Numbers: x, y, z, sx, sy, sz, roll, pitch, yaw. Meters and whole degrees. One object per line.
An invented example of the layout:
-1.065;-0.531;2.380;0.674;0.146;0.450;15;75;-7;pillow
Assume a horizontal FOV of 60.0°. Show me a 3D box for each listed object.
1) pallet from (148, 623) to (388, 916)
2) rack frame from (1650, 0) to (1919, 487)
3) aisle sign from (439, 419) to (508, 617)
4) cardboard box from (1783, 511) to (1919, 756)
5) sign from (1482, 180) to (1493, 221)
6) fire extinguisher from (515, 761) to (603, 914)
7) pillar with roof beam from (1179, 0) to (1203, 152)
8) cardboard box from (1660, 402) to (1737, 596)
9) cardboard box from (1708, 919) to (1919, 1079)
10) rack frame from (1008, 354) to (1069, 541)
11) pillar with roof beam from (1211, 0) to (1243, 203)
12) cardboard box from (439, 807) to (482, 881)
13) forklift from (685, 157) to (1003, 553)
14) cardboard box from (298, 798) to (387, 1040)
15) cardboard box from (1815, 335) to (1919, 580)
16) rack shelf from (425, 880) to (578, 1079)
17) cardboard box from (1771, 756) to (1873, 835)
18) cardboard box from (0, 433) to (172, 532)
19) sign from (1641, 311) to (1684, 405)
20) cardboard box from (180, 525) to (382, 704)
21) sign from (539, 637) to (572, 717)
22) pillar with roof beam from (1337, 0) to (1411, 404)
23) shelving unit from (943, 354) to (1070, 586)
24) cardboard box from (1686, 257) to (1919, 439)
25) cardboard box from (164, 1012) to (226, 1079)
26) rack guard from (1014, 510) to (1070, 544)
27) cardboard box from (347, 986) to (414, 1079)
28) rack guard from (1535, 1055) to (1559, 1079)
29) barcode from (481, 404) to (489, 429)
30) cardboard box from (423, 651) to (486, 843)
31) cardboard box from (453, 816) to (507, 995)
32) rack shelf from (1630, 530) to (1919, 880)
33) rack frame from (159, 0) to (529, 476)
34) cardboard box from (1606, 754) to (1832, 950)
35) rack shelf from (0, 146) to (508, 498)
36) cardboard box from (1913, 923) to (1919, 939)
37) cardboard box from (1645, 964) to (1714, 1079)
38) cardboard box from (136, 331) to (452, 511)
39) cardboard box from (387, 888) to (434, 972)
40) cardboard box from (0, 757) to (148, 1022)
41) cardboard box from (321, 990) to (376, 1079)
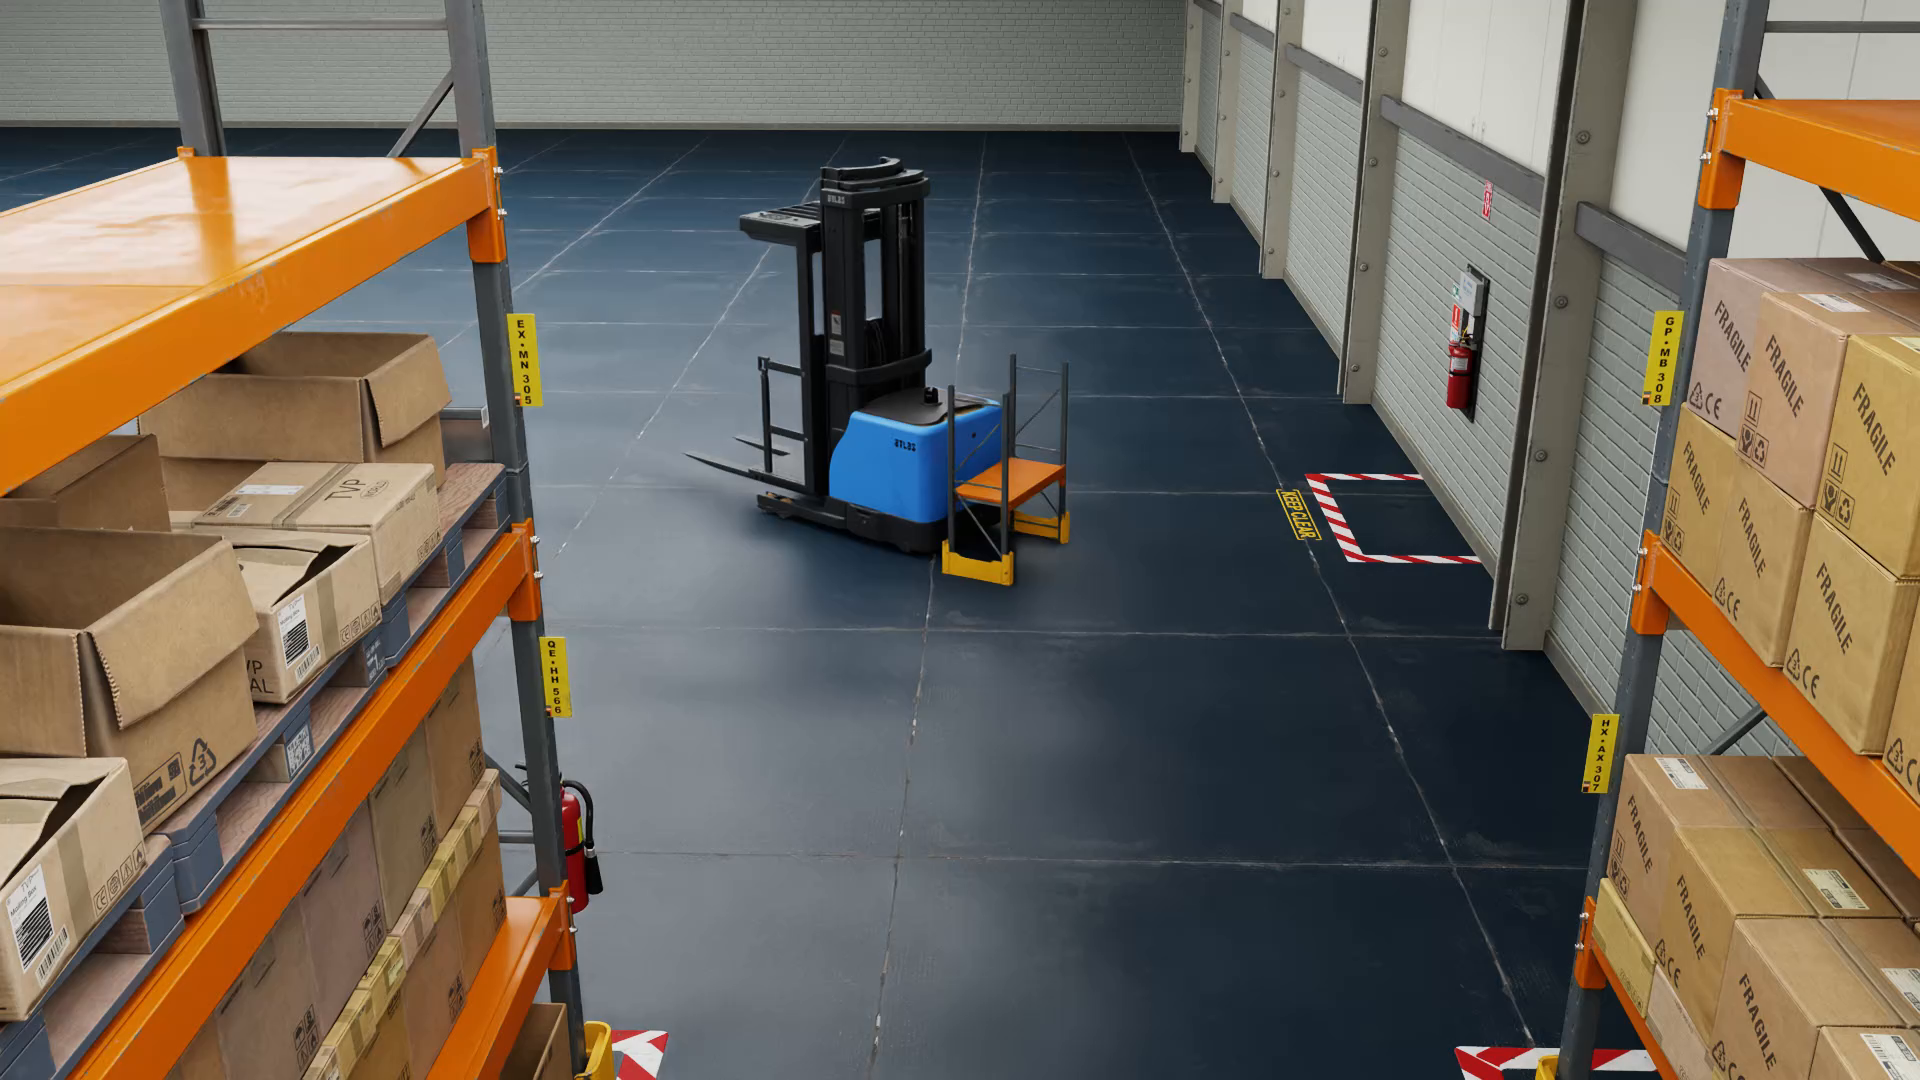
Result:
-2.120;0.488;4.101;1.003;0.211;1.213;1;21;2;pallet
2.913;-1.596;5.203;1.000;3.000;0.127;1;21;2;rack frame
-1.743;-0.085;6.008;0.394;0.787;0.004;1;21;2;aisle sign
2.589;0.246;4.436;0.500;0.500;0.500;2;21;4;cardboard box
4.152;-2.682;13.090;0.001;0.298;0.199;1;21;2;sign
-1.570;1.146;6.536;0.296;0.674;0.183;1;21;2;fire extinguisher
0.366;-12.228;32.604;9.100;9.000;0.400;1;21;2;pillar with roof beam
2.653;-0.136;5.420;0.500;0.500;0.500;1;21;3;cardboard box
2.551;1.446;4.798;0.500;0.500;0.500;0;21;0;cardboard box
0.623;-0.733;13.346;0.500;1.500;0.032;11;24;26;rack frame
0.183;-10.059;27.013;9.100;9.000;0.400;1;21;2;pillar with roof beam
-1.866;1.033;5.685;0.380;0.149;0.250;1;21;3;cardboard box
-1.092;-1.682;13.811;3.031;2.935;1.130;17;27;36;forklift
-2.092;1.056;4.729;0.700;0.500;0.500;1;21;2;cardboard box
2.588;-0.217;4.247;0.500;0.500;0.500;1;21;3;cardboard box
-2.099;2.206;4.692;1.077;0.370;4.000;1;21;2;rack shelf
3.111;1.084;5.731;0.500;0.500;0.500;0;21;1;cardboard box
-2.362;0.039;4.224;0.500;0.500;0.500;1;21;2;cardboard box
2.371;-0.611;5.603;0.100;0.325;0.005;1;21;2;sign
-1.827;0.150;4.199;0.500;0.311;0.500;3;21;8;cardboard box
-1.496;0.508;6.145;0.100;0.325;0.005;1;21;2;sign
-0.182;-5.720;15.831;9.100;9.000;0.400;1;21;2;pillar with roof beam
0.375;-0.569;12.922;0.587;1.500;1.083;11;24;26;shelving unit
2.659;-0.583;5.191;0.500;0.500;0.500;-1;21;-2;cardboard box
-2.123;1.418;3.797;0.700;0.500;0.500;1;21;2;cardboard box
0.613;-0.145;13.556;0.587;0.250;0.087;11;24;26;rack guard
-2.097;1.639;5.021;0.700;0.500;0.500;1;21;2;cardboard box
2.911;2.393;6.670;1.175;0.500;0.348;1;21;2;rack guard
-1.565;-0.407;5.483;0.001;0.075;0.075;1;21;2;barcode
-2.067;0.684;5.689;0.700;0.500;0.500;1;21;2;cardboard box
-2.065;1.269;5.973;0.700;0.500;0.500;1;21;2;cardboard box
2.852;0.860;4.012;1.077;0.370;4.000;1;21;2;rack shelf
-2.038;-1.650;5.340;1.000;3.000;0.127;1;21;2;rack frame
2.598;1.081;5.740;0.500;0.500;0.500;1;21;2;cardboard box
-2.099;-0.405;3.679;1.077;0.370;4.000;1;21;2;rack shelf
3.075;1.453;4.780;0.500;0.500;0.500;0;21;0;cardboard box
2.579;1.622;5.382;0.500;0.250;0.500;0;21;0;cardboard box
-2.060;-0.353;5.228;0.797;0.503;0.637;2;21;5;cardboard box
-1.884;1.217;5.212;0.380;0.149;0.250;1;21;2;cardboard box
-1.865;0.601;3.035;0.500;0.311;0.500;-1;21;-1;cardboard box
-1.897;1.407;4.722;0.380;0.149;0.250;1;21;3;cardboard box
